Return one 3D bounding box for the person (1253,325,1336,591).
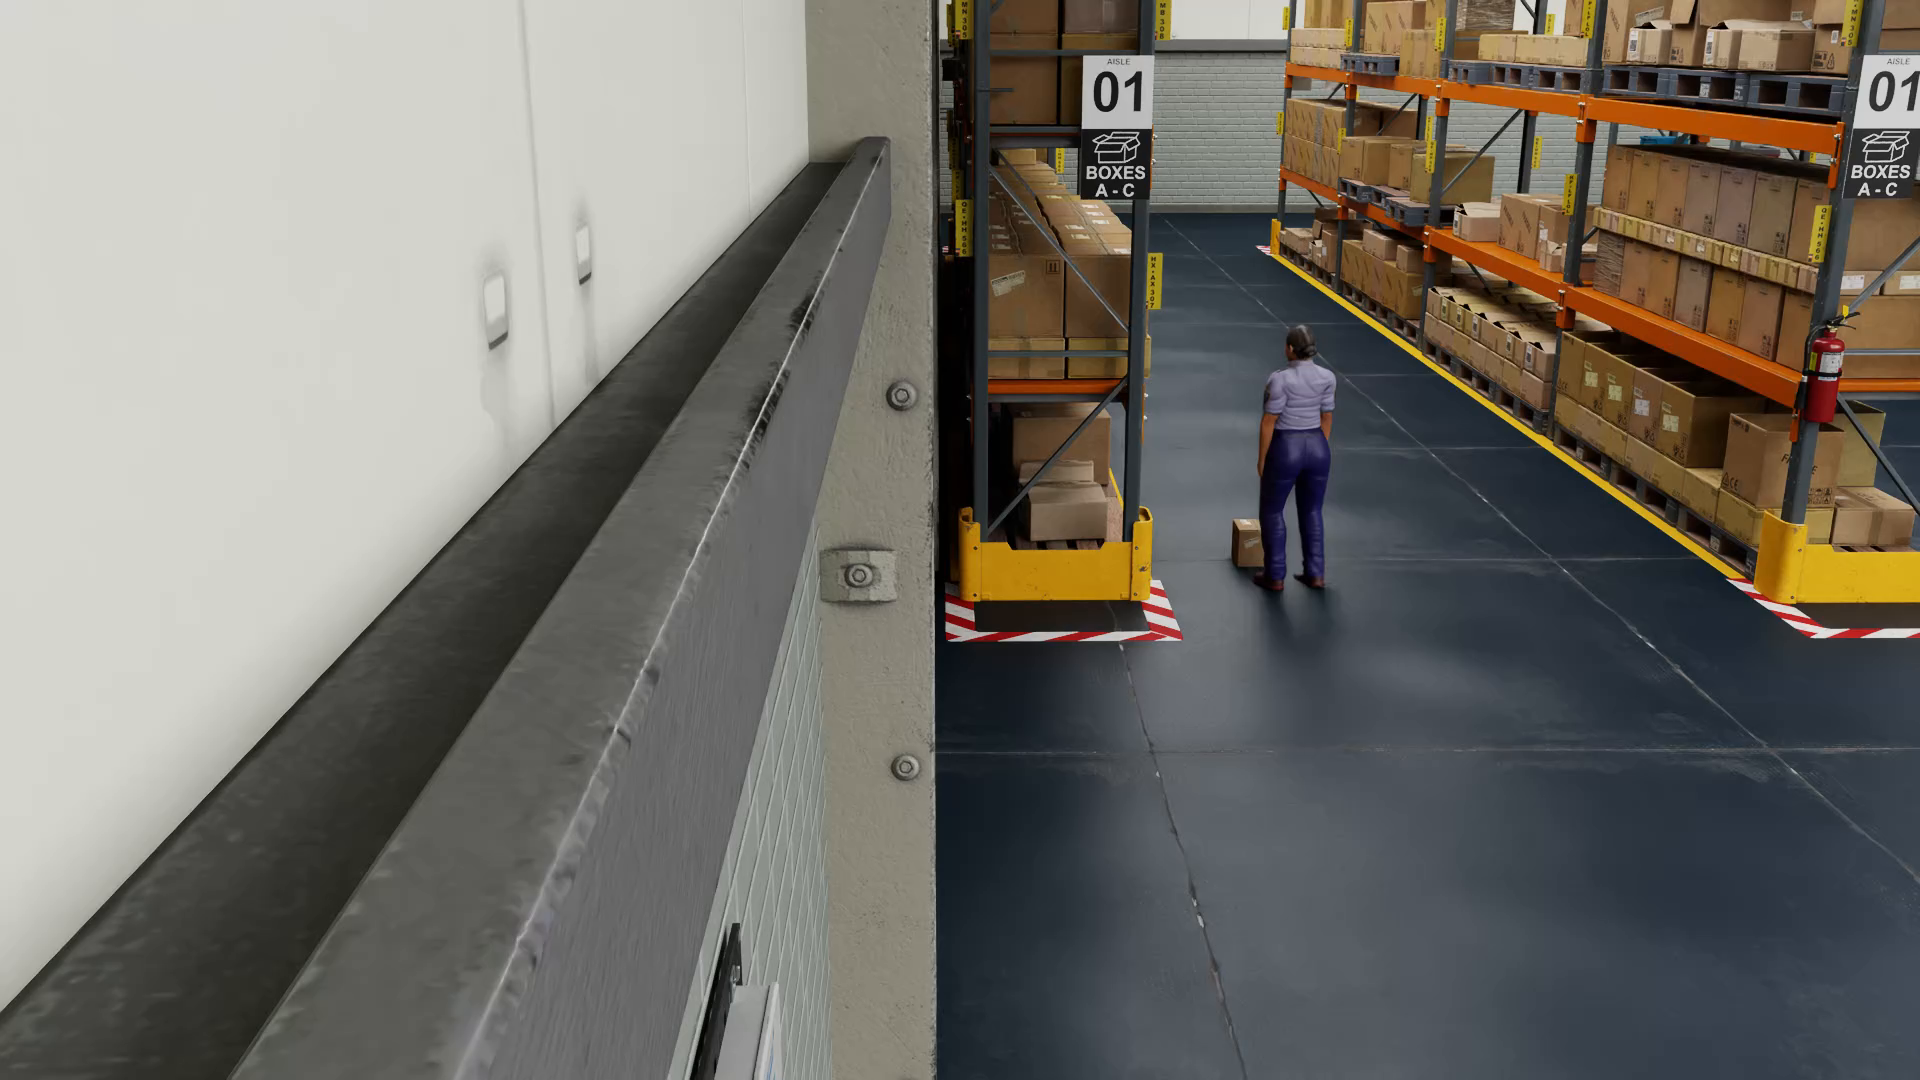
[{"bbox_3d":[2.039,-0.498,10.214,0.468,1.660,0.342,-5,18,-15],"label":"person"}]
